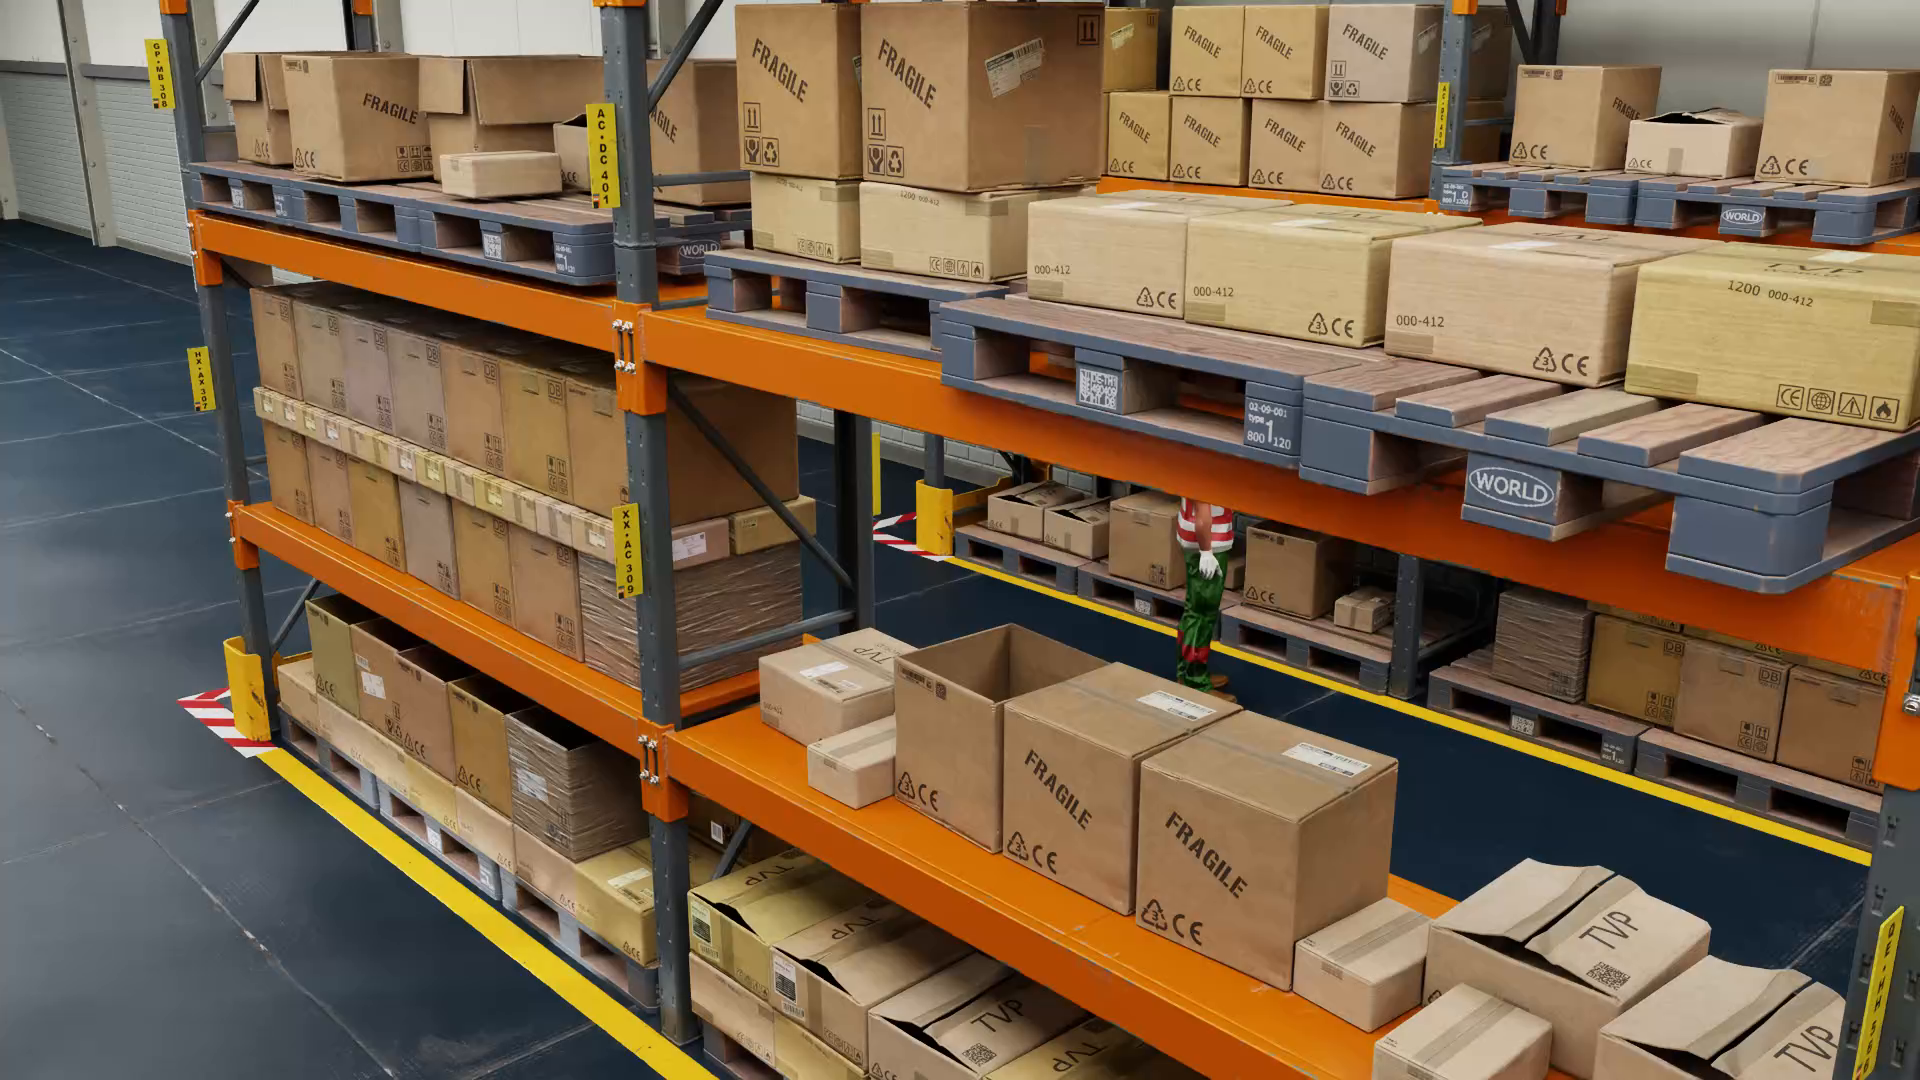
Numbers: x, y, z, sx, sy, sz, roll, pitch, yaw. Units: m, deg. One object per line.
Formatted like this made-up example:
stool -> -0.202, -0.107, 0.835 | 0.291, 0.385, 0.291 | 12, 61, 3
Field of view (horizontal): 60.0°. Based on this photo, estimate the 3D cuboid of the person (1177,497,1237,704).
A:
person -> 1.401, 0.034, 9.386 | 0.370, 1.796, 0.546 | 1, 17, 3
